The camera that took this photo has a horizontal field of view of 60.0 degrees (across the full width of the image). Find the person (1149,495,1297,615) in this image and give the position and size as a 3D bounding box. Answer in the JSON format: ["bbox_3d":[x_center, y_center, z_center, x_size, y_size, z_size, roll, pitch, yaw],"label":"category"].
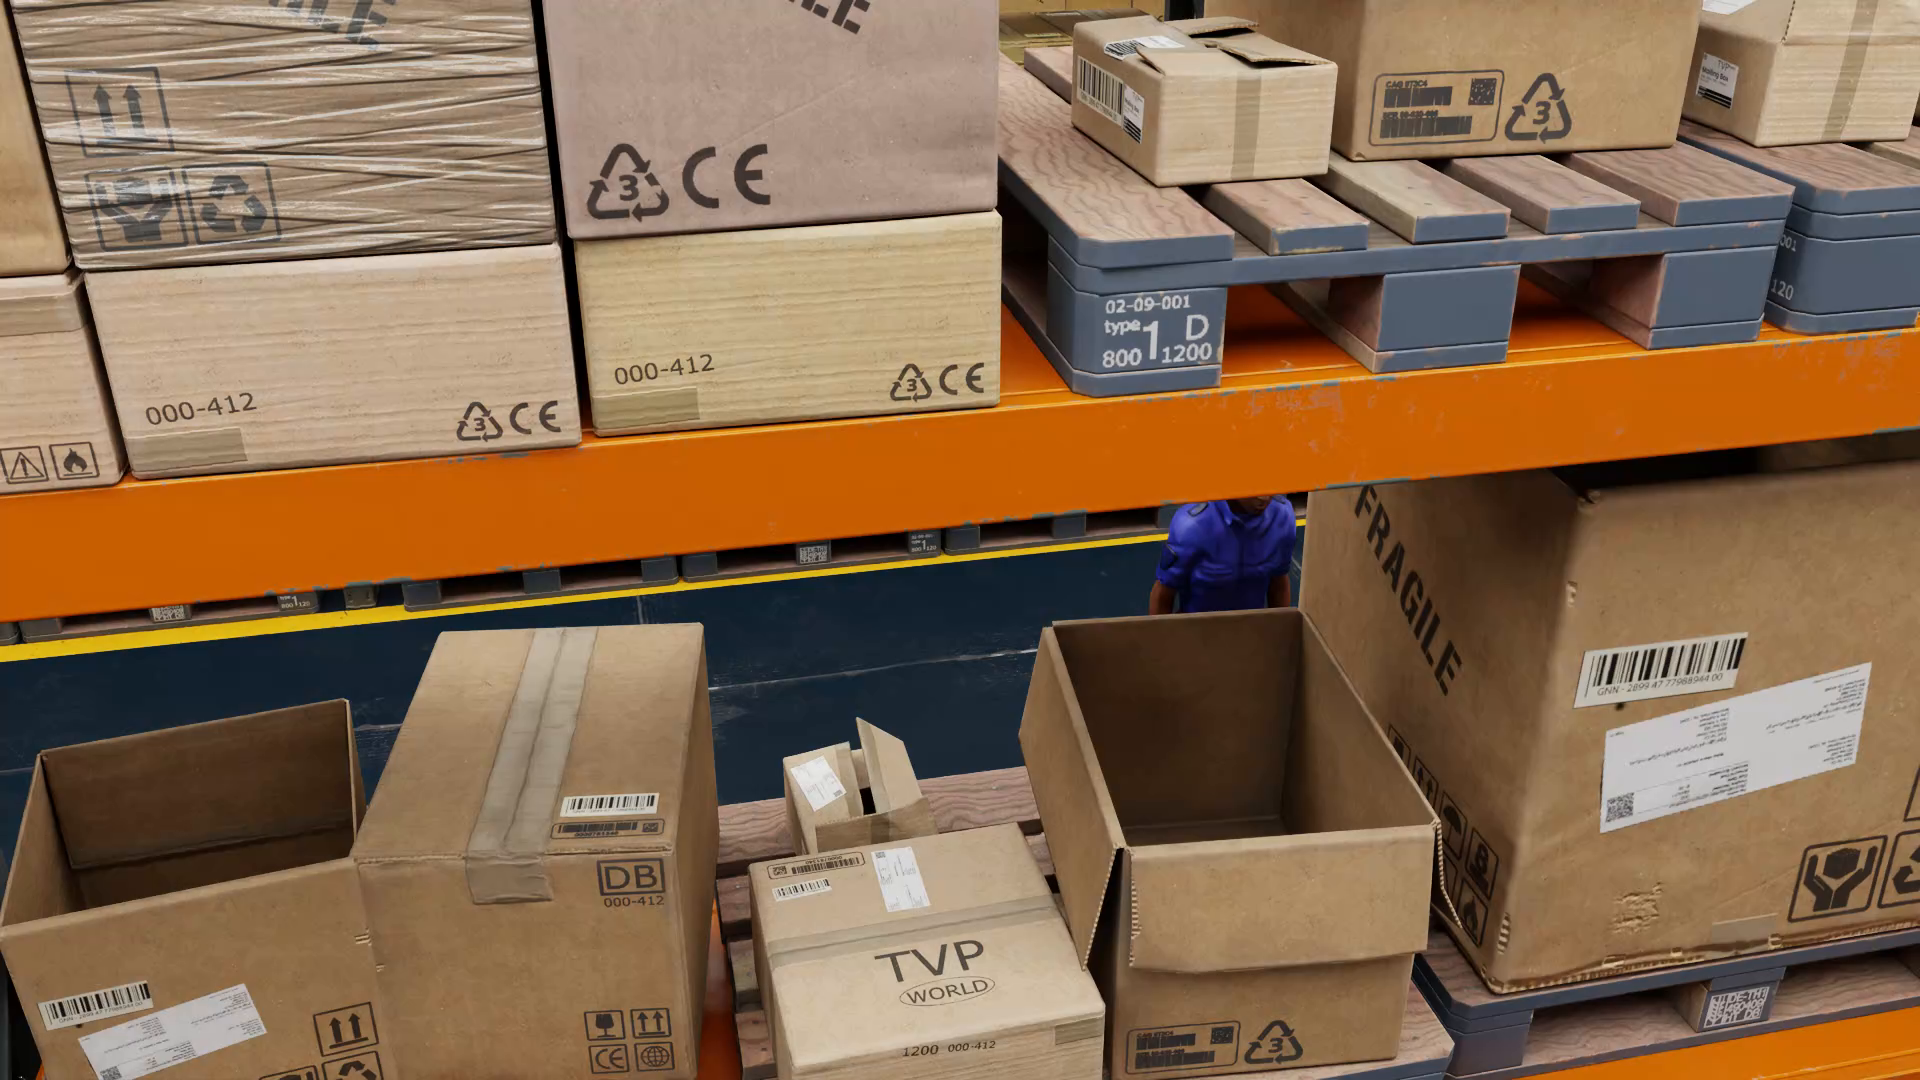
[{"bbox_3d":[0.830,0.388,5.360,0.518,1.653,0.351,-7,28,-14],"label":"person"}]
